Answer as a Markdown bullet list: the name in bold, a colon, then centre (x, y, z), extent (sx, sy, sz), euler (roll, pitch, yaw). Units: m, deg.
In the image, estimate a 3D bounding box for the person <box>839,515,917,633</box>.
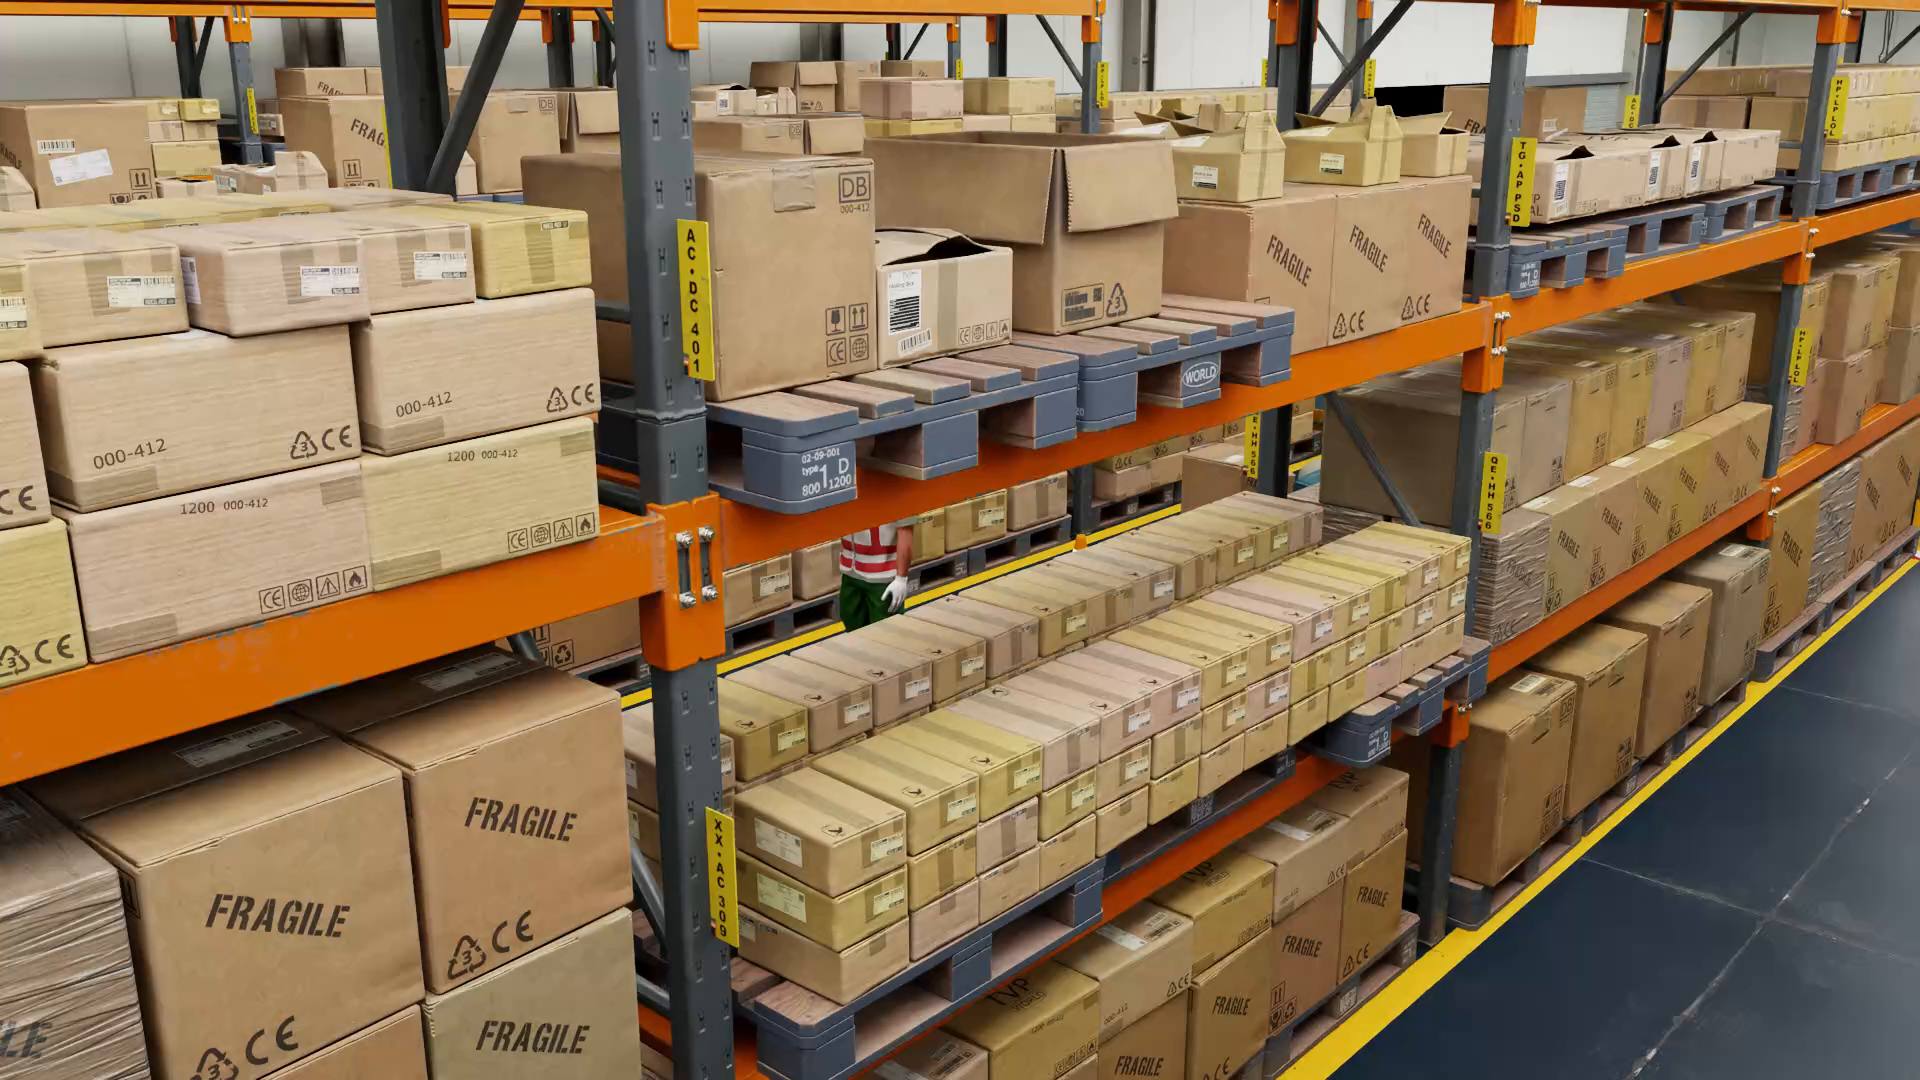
- **person**: centre (-0.478, 0.202, 9.332), extent (0.525, 1.786, 0.339), euler (15, 22, 41)
